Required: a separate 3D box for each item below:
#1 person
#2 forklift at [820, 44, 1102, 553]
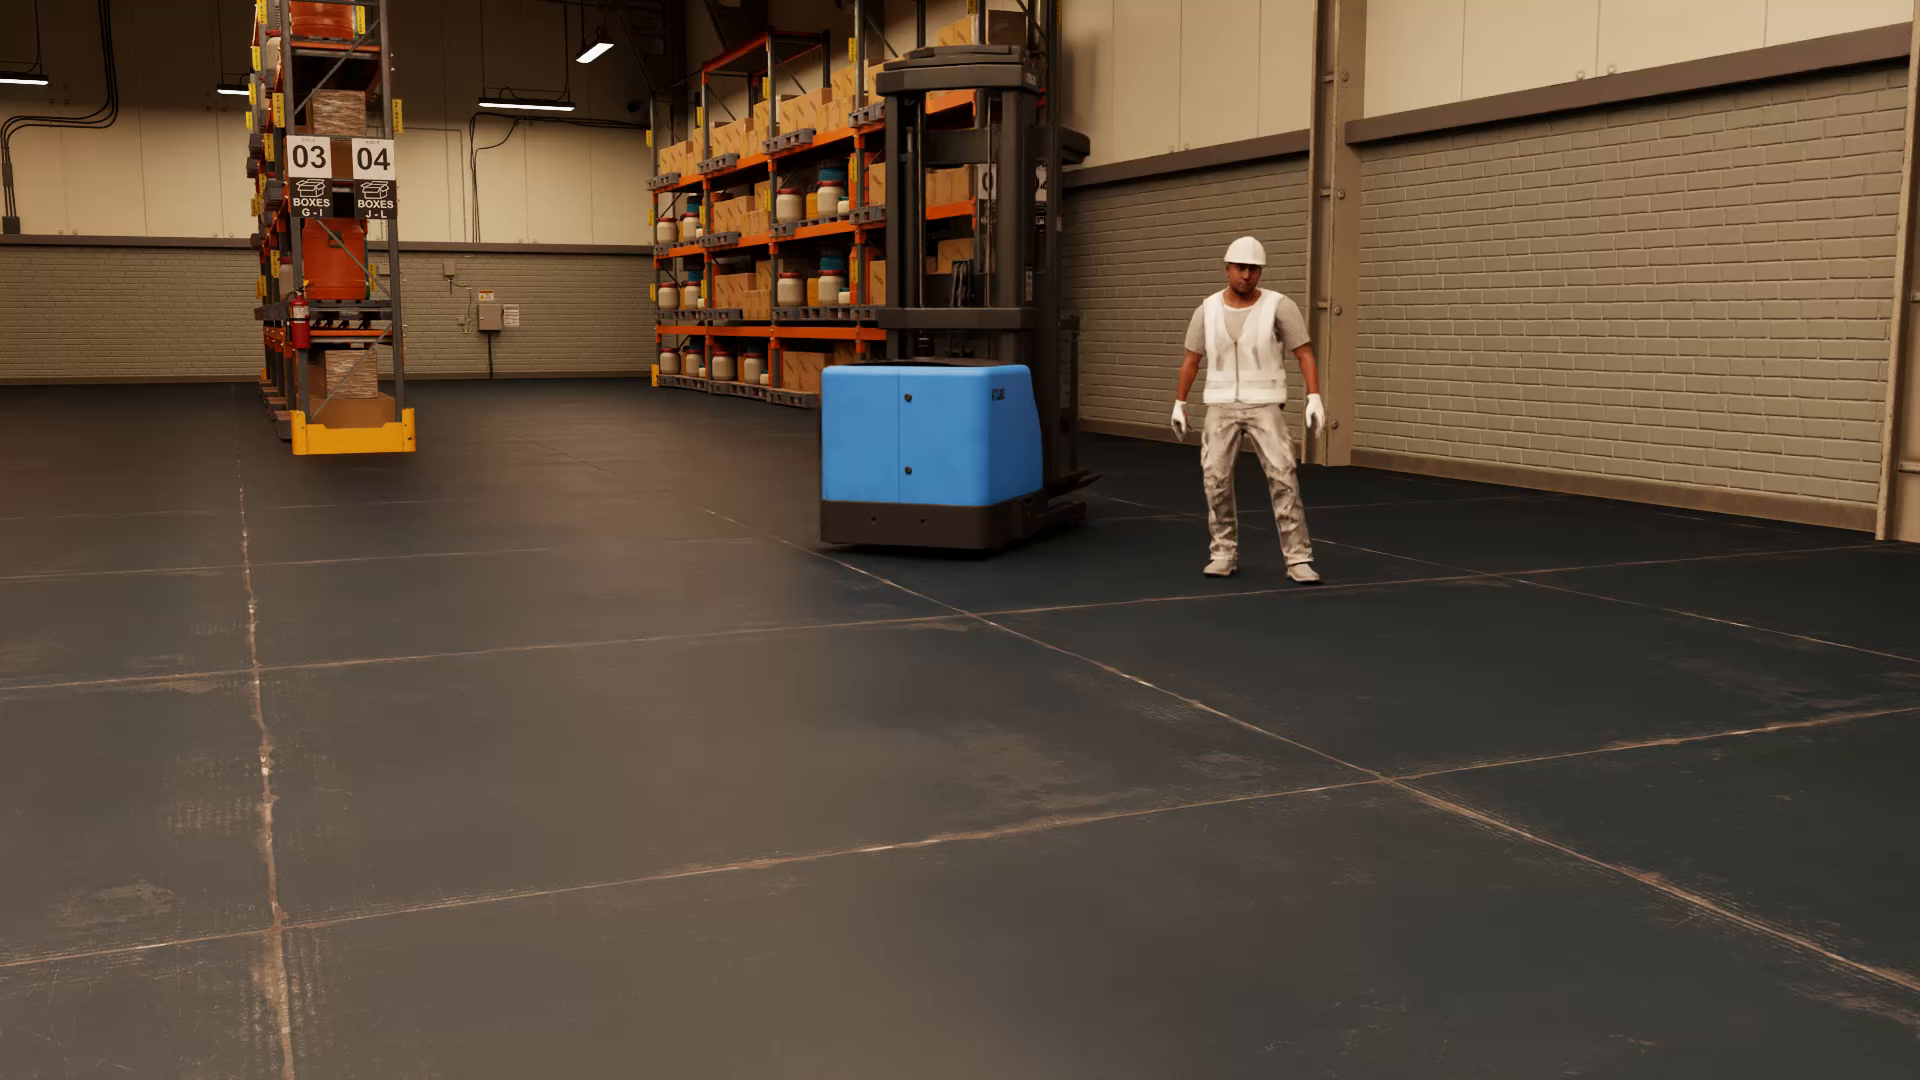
[{"bbox_3d":[1.483,-0.678,8.599,0.840,1.752,0.424,3,8,21],"label":"person"},{"bbox_3d":[0.182,-1.535,10.585,1.130,2.935,3.031,3,8,20],"label":"forklift"}]
